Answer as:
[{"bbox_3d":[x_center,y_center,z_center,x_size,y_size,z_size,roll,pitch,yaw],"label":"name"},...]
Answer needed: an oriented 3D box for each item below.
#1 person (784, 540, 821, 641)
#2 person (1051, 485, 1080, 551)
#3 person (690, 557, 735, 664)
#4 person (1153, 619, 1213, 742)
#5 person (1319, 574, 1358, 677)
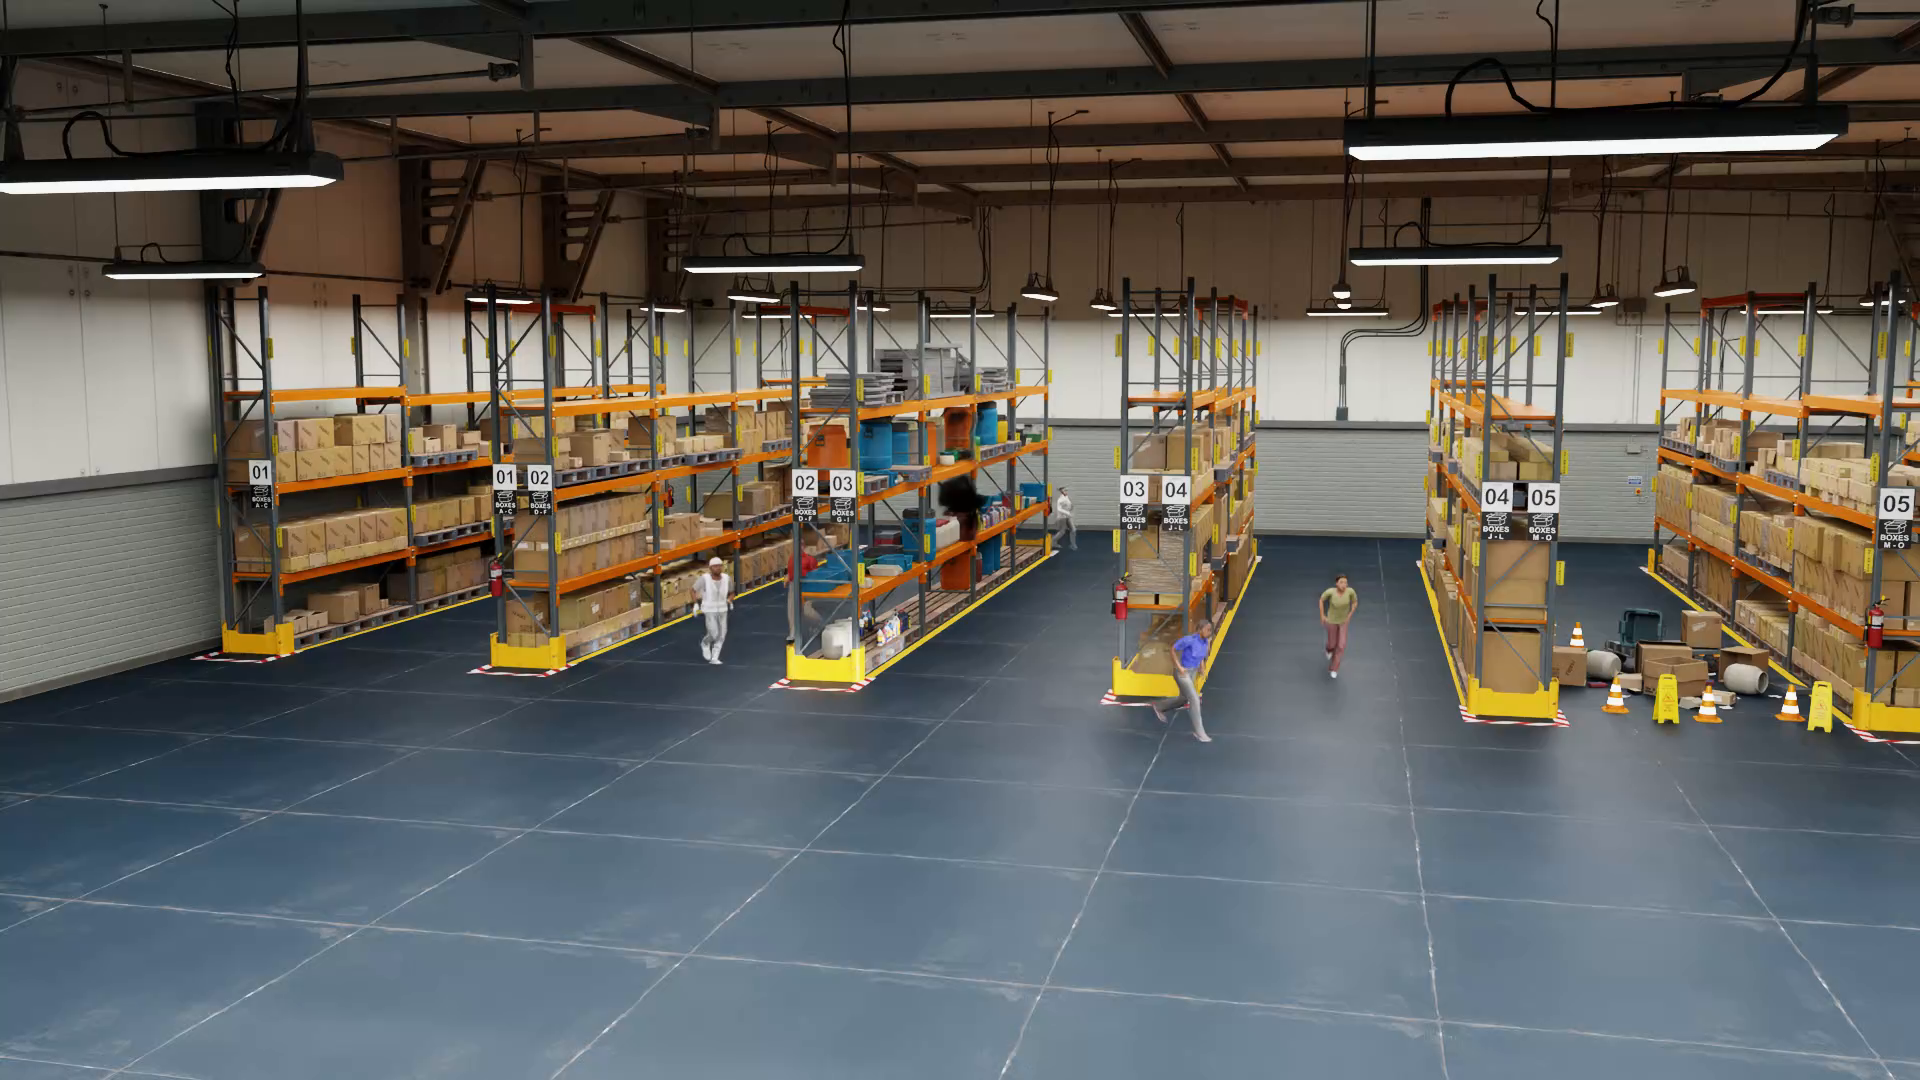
[{"bbox_3d":[-2.745,0.847,28.778,0.690,1.706,0.915,3,7,24],"label":"person"},{"bbox_3d":[2.536,-0.532,41.354,0.787,1.692,0.634,4,8,31],"label":"person"},{"bbox_3d":[-3.851,1.132,26.211,0.688,1.727,0.632,-4,8,-30],"label":"person"},{"bbox_3d":[2.858,1.780,21.494,0.600,1.615,0.940,-6,9,-40],"label":"person"},{"bbox_3d":[5.816,1.290,25.669,0.577,1.613,0.784,0,7,-3],"label":"person"}]
